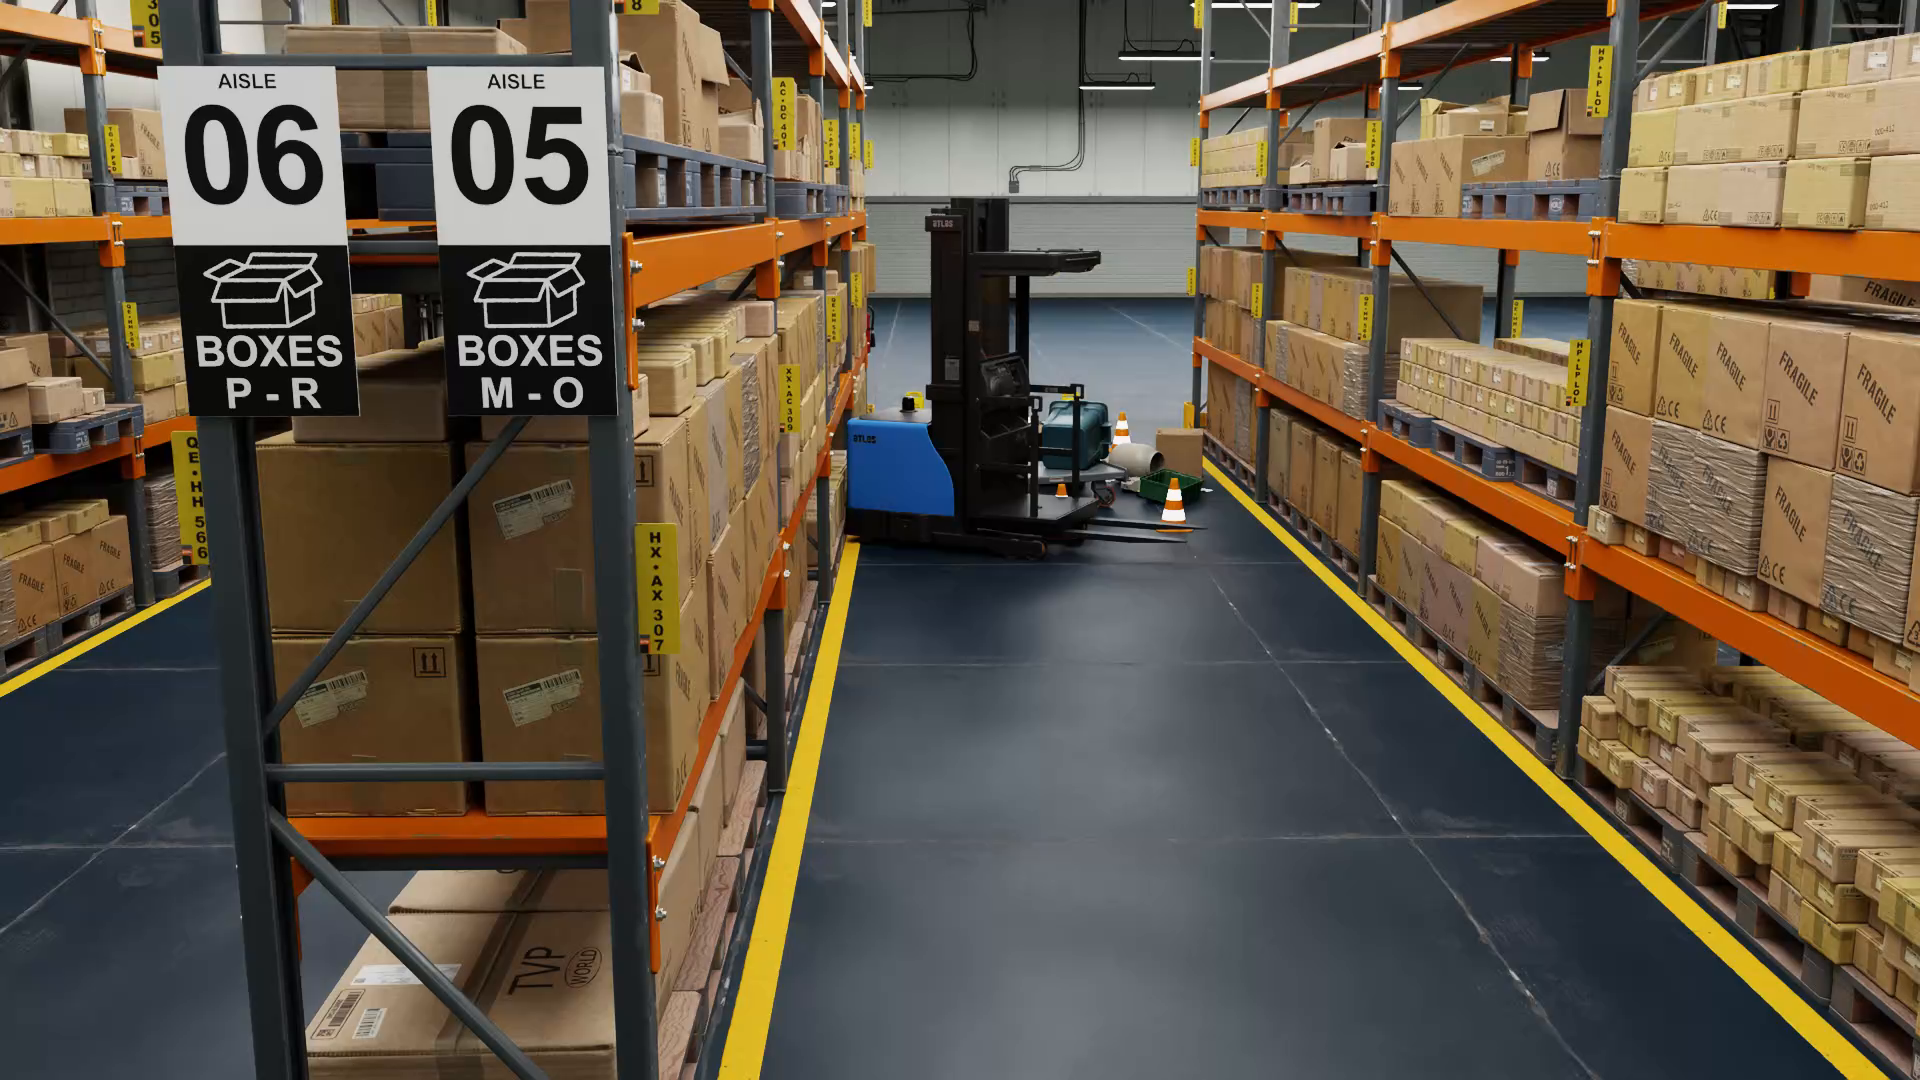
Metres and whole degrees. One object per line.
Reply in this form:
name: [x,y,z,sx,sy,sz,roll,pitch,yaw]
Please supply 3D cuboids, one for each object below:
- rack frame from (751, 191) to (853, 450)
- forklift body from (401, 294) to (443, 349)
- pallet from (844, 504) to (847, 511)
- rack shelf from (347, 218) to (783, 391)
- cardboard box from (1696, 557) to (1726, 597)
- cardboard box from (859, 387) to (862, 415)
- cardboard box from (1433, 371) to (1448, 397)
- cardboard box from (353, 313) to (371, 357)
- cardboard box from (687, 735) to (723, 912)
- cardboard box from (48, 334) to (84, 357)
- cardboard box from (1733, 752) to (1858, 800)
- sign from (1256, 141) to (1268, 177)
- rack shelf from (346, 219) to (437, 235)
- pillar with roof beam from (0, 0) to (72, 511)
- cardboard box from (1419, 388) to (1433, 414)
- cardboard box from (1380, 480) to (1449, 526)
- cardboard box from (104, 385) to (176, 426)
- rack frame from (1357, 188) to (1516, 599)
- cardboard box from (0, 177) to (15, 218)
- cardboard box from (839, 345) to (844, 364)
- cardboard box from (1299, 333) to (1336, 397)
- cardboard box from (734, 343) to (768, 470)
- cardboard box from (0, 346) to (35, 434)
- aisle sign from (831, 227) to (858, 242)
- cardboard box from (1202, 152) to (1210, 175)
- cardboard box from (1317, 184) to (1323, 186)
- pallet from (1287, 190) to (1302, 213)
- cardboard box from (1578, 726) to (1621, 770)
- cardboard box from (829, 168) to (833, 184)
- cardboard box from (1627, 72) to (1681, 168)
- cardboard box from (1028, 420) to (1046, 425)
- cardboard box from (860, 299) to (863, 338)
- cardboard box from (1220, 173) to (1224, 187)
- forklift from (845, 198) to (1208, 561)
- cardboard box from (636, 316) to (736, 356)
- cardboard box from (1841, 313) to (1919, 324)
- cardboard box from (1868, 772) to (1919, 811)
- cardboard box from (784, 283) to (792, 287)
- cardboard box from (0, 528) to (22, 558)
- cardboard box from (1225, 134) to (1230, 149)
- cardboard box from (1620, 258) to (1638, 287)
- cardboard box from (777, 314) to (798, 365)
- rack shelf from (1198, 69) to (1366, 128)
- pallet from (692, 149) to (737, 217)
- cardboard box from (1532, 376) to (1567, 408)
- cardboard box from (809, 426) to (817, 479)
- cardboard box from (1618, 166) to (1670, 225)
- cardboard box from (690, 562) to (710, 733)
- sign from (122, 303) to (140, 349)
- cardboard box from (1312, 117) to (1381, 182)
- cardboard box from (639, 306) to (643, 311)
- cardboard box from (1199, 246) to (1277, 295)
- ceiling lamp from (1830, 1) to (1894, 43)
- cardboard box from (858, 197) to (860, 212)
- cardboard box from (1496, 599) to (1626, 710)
rack frame: [-1.538,-1.801,15.894,1.000,3.000,0.127,0,11,-1]
forklift body: [-4.720,-1.790,17.972,2.313,2.155,1.214,0,11,-1]
pallet: [-1.520,-0.280,15.408,1.003,0.211,1.213,0,11,-1]
rack shelf: [-1.331,-0.931,5.869,1.077,0.370,4.000,0,11,-1]
cardboard box: [3.330,0.138,6.969,0.380,0.149,0.250,0,11,0]
cardboard box: [-1.312,-1.355,17.667,0.500,0.500,0.500,0,11,2]
cardboard box: [3.323,-1.021,10.875,0.380,0.149,0.250,0,11,-1]
cardboard box: [-6.276,-2.022,16.730,0.500,0.500,0.500,0,11,0]
cardboard box: [-1.448,1.142,6.774,0.875,0.438,0.875,-1,11,-3]
cardboard box: [-6.627,-1.416,12.111,0.380,0.149,0.250,0,11,1]
cardboard box: [3.415,0.979,6.806,0.380,0.149,0.250,-1,11,-4]
sign: [2.854,-3.601,15.723,0.100,0.325,0.005,0,11,-1]
rack shelf: [-6.542,-3.295,17.523,1.077,0.370,4.000,0,11,-1]
pillar with roof beam: [-3.042,-4.198,12.620,9.100,9.000,0.400,0,11,-1]
cardboard box: [3.311,-0.933,11.187,0.380,0.149,0.250,0,11,2]
cardboard box: [3.264,-0.257,11.625,0.500,0.250,0.500,-1,11,-4]
cardboard box: [-6.182,-1.001,12.325,0.500,0.250,0.500,0,11,-1]
rack frame: [3.492,-1.047,12.174,1.000,3.000,0.127,0,11,-1]
cardboard box: [-6.143,-2.081,10.106,0.500,0.250,0.500,0,11,-1]
cardboard box: [-1.213,-1.629,14.618,0.380,0.149,0.250,0,11,-1]
cardboard box: [3.180,-1.484,14.080,0.500,0.500,0.500,0,11,0]
cardboard box: [-1.084,-0.557,6.992,0.500,0.500,0.500,0,11,-2]
cardboard box: [-6.199,-0.918,10.223,0.797,0.503,0.637,-1,11,-2]
aisle sign: [-1.332,-3.884,19.621,0.394,0.787,0.004,0,11,-1]
cardboard box: [3.080,-4.337,19.170,0.500,0.250,0.500,0,11,-1]
cardboard box: [3.734,-3.569,16.385,0.380,0.149,0.250,0,11,-1]
pallet: [3.477,-3.036,14.917,0.805,0.209,1.217,-1,11,-3]
cardboard box: [3.261,1.014,8.133,0.380,0.149,0.250,-1,11,-4]
cardboard box: [-1.375,-3.188,14.503,0.500,0.250,0.500,0,11,0]
cardboard box: [3.677,-2.052,8.278,0.700,0.500,0.500,0,11,-1]
cardboard box: [0.947,-1.034,18.392,0.797,0.503,0.637,-10,15,-40]
cardboard box: [-1.321,-2.485,18.266,0.500,0.500,0.500,0,11,-1]
cardboard box: [3.039,-3.918,18.109,0.380,0.149,0.250,0,11,-2]
forklift: [0.568,-1.386,14.019,3.031,2.935,1.130,5,13,24]
cardboard box: [-1.091,-0.806,6.589,0.380,0.149,0.250,0,11,-2]
cardboard box: [3.867,-0.639,6.652,0.500,0.500,0.500,0,11,0]
cardboard box: [3.838,1.027,6.571,0.380,0.149,0.250,0,11,-1]
cardboard box: [-1.815,-2.108,15.347,0.500,0.500,0.500,0,11,0]
cardboard box: [-6.190,0.022,10.504,0.380,0.149,0.250,0,11,-2]
cardboard box: [3.046,-4.258,17.778,0.380,0.149,0.250,0,11,0]
cardboard box: [8.026,-3.212,19.330,0.500,0.500,0.500,0,11,-1]
cardboard box: [-1.132,-0.940,8.881,0.500,0.500,0.500,0,11,-1]
rack shelf: [3.368,-4.631,17.568,1.077,0.370,4.000,0,11,-1]
pallet: [-1.344,-1.233,5.772,1.003,0.211,1.213,0,11,-1]
cardboard box: [3.361,-0.810,9.084,0.380,0.149,0.250,-1,11,-3]
cardboard box: [-1.125,-0.530,10.006,0.500,0.250,0.500,0,11,-2]
cardboard box: [3.320,-1.555,7.512,0.500,0.250,0.500,0,11,2]
cardboard box: [-1.051,0.338,5.097,0.500,0.500,0.500,0,11,-2]
sign: [-5.875,-1.518,11.783,0.100,0.325,0.005,0,11,-1]
cardboard box: [3.176,-3.165,13.512,0.500,0.500,0.500,0,11,-1]
cardboard box: [-1.604,-0.953,7.316,0.380,0.149,0.250,0,11,0]
cardboard box: [3.295,-3.166,19.526,0.875,0.550,0.550,0,11,-1]
ceiling lamp: [18.712,-11.728,35.052,2.000,3.185,0.800,0,11,-1]
cardboard box: [-1.257,-3.569,17.692,0.380,0.149,0.250,0,11,-2]
cardboard box: [3.307,0.622,9.181,0.500,0.500,0.500,0,11,-2]
